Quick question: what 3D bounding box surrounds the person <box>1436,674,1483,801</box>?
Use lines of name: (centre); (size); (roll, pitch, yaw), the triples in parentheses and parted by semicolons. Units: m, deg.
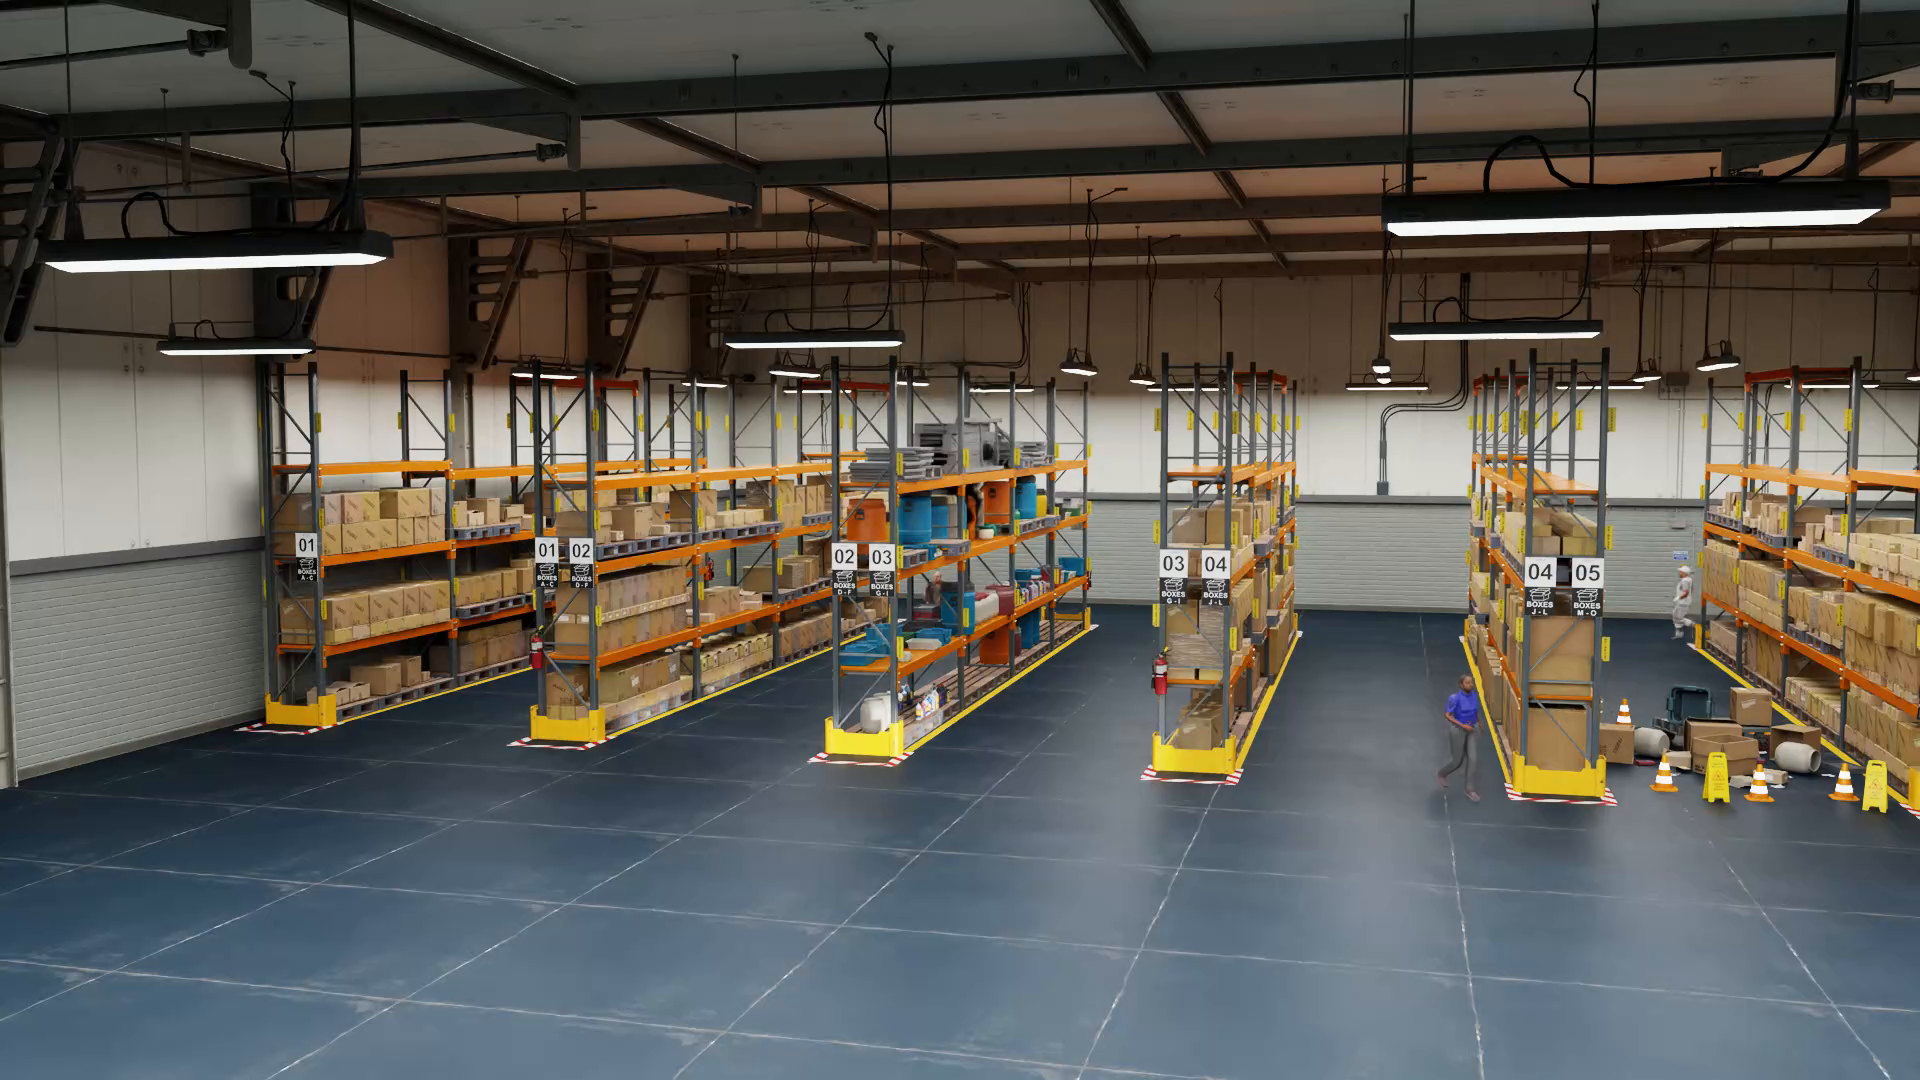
person: (6.742, 2.627, 22.330); (0.600, 1.658, 0.774); (-2, 4, -21)

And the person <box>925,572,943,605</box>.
person: (-0.447, 1.529, 36.186); (0.728, 1.710, 1.112); (1, 4, 18)

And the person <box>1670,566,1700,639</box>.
person: (16.705, 1.468, 38.243); (0.720, 1.746, 0.706); (2, 5, 31)
